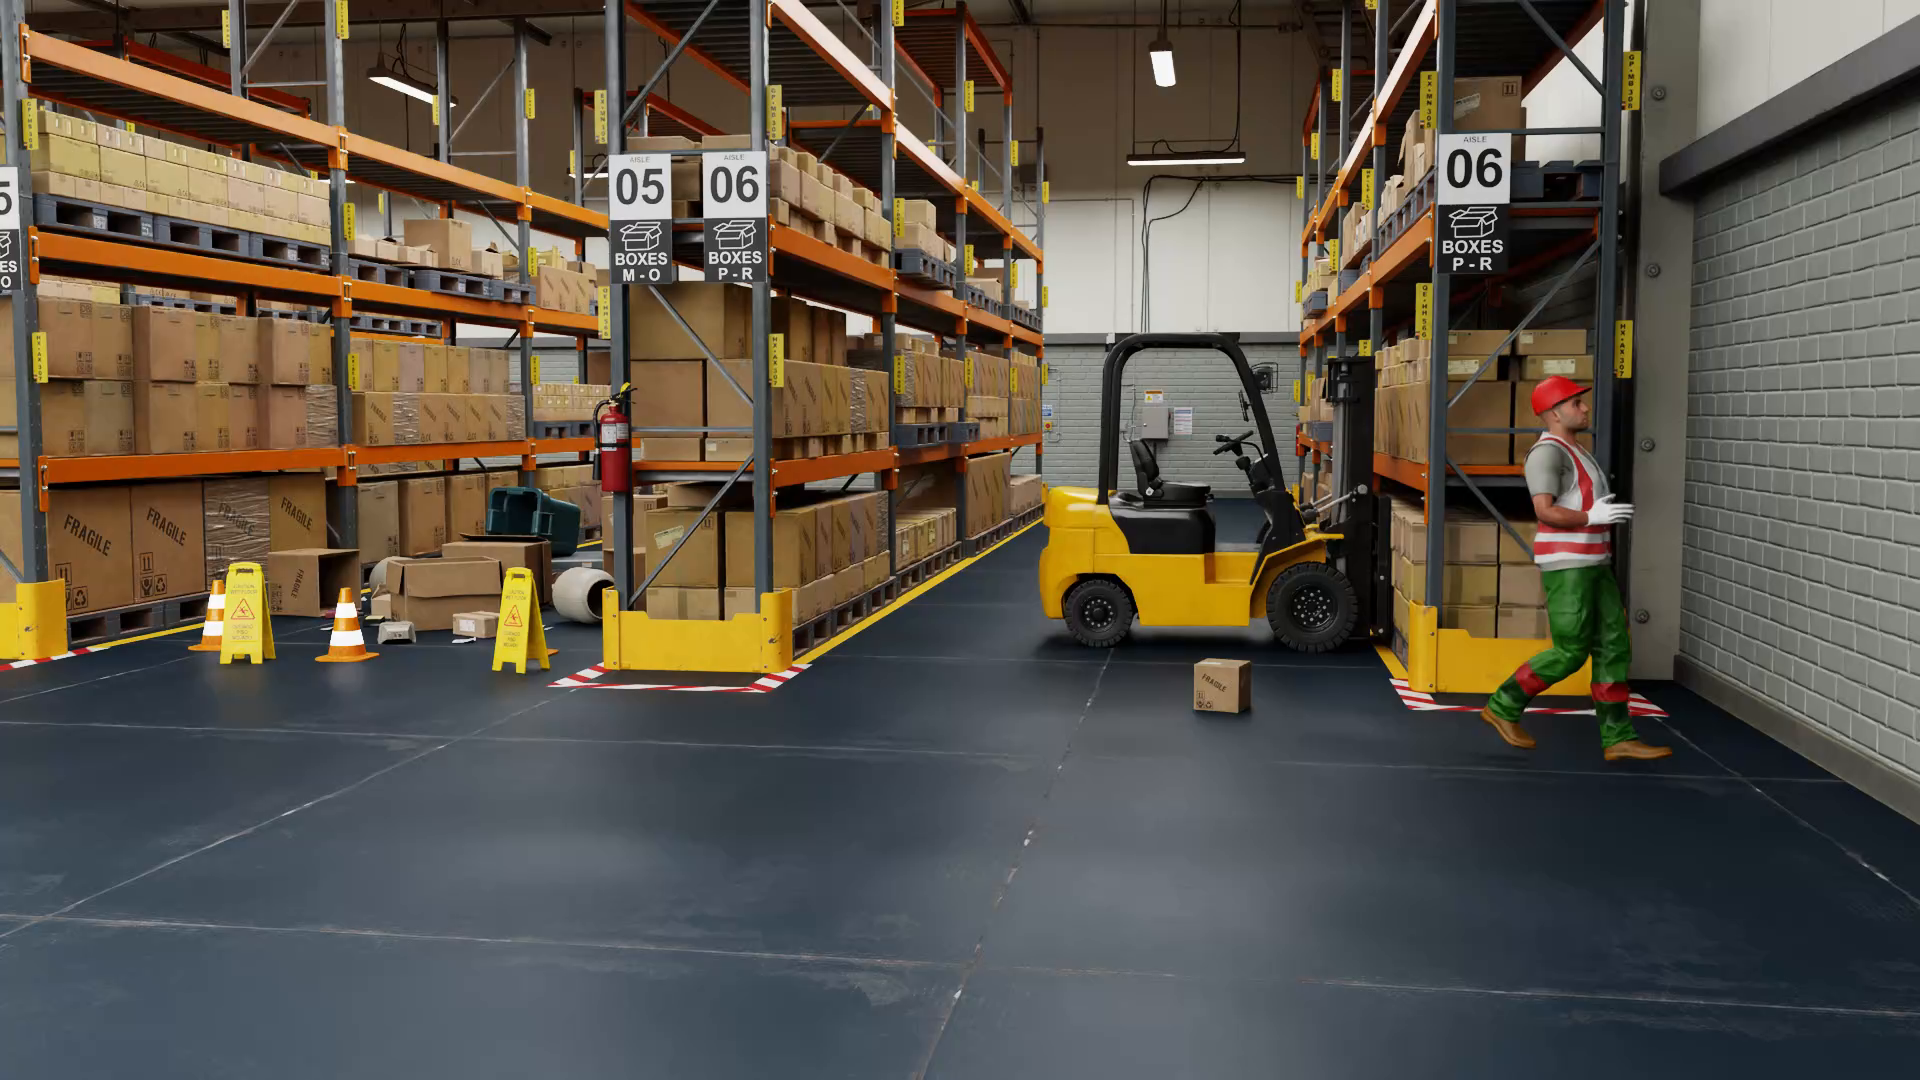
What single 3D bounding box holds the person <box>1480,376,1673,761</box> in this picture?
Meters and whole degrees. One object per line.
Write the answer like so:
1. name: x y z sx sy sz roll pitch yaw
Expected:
1. person: 2.855 0.133 7.643 0.839 1.768 0.669 3 6 37
